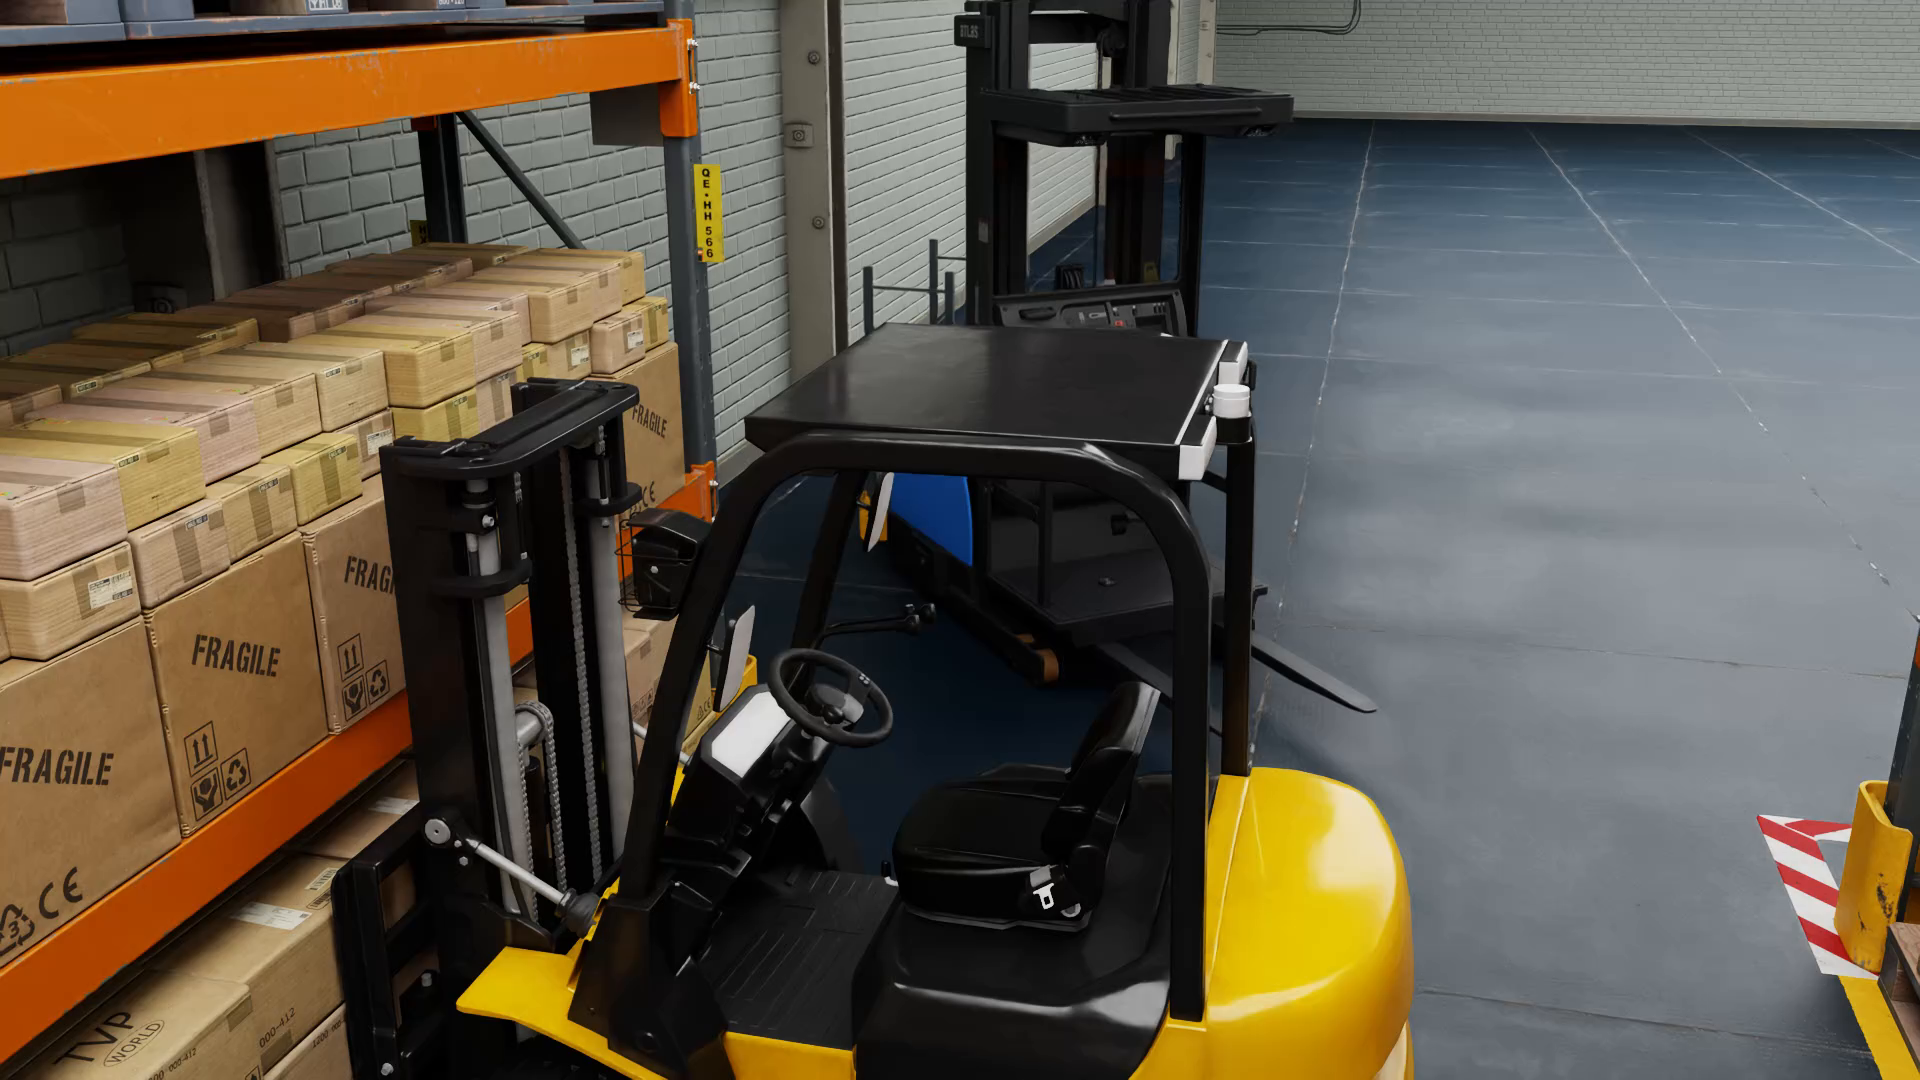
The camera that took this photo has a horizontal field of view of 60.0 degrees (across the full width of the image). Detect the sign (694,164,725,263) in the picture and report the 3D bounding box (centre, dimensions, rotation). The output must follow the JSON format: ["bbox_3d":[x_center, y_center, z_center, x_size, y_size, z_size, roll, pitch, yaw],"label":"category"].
[{"bbox_3d":[-0.850,-1.102,5.616,0.100,0.325,0.005,5,19,13],"label":"sign"}]

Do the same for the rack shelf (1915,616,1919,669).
[{"bbox_3d":[2.953,0.869,3.116,1.077,0.370,4.000,5,19,13],"label":"rack shelf"}]

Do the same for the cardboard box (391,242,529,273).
[{"bbox_3d":[-1.662,-0.896,5.551,0.380,0.149,0.250,4,19,12],"label":"cardboard box"}]

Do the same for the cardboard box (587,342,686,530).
[{"bbox_3d":[-1.239,-0.362,5.451,0.500,0.500,0.500,4,19,12],"label":"cardboard box"}]

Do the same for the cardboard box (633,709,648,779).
[{"bbox_3d":[-1.322,0.710,5.298,0.500,0.250,0.500,4,19,13],"label":"cardboard box"}]

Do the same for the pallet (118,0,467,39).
[{"bbox_3d":[-1.867,-1.264,3.743,1.003,0.211,1.213,5,19,13],"label":"pallet"}]

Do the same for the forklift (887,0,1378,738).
[{"bbox_3d":[0.700,-0.905,7.303,1.130,2.935,3.031,-9,21,-24],"label":"forklift"}]

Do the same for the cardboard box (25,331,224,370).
[{"bbox_3d":[-2.068,-0.413,4.139,0.380,0.149,0.250,5,19,14],"label":"cardboard box"}]

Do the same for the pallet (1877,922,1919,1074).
[{"bbox_3d":[3.190,1.497,4.479,1.003,0.211,1.213,5,19,13],"label":"pallet"}]

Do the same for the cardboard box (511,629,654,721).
[{"bbox_3d":[-1.302,0.470,5.230,0.500,0.250,0.500,5,19,14],"label":"cardboard box"}]

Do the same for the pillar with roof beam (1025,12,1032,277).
[{"bbox_3d":[4.689,-6.602,14.595,9.100,9.000,0.400,5,19,13],"label":"pillar with roof beam"}]

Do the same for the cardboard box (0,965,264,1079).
[{"bbox_3d":[-1.793,1.107,3.362,0.500,0.250,0.500,5,19,13],"label":"cardboard box"}]

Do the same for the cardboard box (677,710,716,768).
[{"bbox_3d":[-1.181,0.785,5.852,0.500,0.250,0.500,5,19,14],"label":"cardboard box"}]

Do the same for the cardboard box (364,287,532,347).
[{"bbox_3d":[-1.457,-0.619,4.742,0.380,0.149,0.250,5,19,14],"label":"cardboard box"}]

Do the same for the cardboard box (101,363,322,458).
[{"bbox_3d":[-1.703,-0.297,3.797,0.380,0.149,0.250,5,19,14],"label":"cardboard box"}]

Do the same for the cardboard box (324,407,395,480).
[{"bbox_3d":[-1.624,-0.238,4.084,0.380,0.149,0.250,5,19,13],"label":"cardboard box"}]

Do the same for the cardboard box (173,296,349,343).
[{"bbox_3d":[-1.925,-0.572,4.602,0.380,0.149,0.250,5,20,15],"label":"cardboard box"}]

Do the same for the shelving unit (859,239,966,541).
[{"bbox_3d":[-0.107,-0.856,9.373,0.587,1.500,1.083,6,20,18],"label":"shelving unit"}]

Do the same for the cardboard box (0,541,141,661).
[{"bbox_3d":[-1.787,0.094,3.112,0.380,0.149,0.250,5,20,15],"label":"cardboard box"}]

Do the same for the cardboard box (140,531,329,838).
[{"bbox_3d":[-1.755,0.275,3.586,0.500,0.500,0.500,4,19,13],"label":"cardboard box"}]

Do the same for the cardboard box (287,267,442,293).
[{"bbox_3d":[-1.810,-0.733,5.073,0.380,0.149,0.250,5,19,14],"label":"cardboard box"}]

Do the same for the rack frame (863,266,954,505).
[{"bbox_3d":[-0.270,-0.703,8.927,0.500,1.500,0.032,6,20,18],"label":"rack frame"}]

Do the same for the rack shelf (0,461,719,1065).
[{"bbox_3d":[-1.862,0.478,4.260,1.077,0.370,4.000,5,19,13],"label":"rack shelf"}]

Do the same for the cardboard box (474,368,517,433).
[{"bbox_3d":[-1.433,-0.390,4.529,0.380,0.149,0.250,4,19,12],"label":"cardboard box"}]

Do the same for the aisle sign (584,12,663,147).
[{"bbox_3d":[-1.072,-1.717,5.551,0.394,0.787,0.004,5,19,13],"label":"aisle sign"}]

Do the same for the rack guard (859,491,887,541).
[{"bbox_3d":[-0.270,-0.112,9.130,0.587,0.250,0.087,6,20,18],"label":"rack guard"}]

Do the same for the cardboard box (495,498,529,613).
[{"bbox_3d":[-1.499,-0.039,4.507,0.500,0.500,0.500,4,19,12],"label":"cardboard box"}]

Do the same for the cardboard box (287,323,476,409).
[{"bbox_3d":[-1.471,-0.447,4.238,0.380,0.149,0.250,5,19,14],"label":"cardboard box"}]

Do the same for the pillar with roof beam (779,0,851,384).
[{"bbox_3d":[3.223,-4.722,9.089,9.100,9.000,0.400,5,19,13],"label":"pillar with roof beam"}]

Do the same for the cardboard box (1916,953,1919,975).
[{"bbox_3d":[2.976,1.235,4.535,0.500,0.250,0.500,4,19,13],"label":"cardboard box"}]

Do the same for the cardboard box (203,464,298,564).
[{"bbox_3d":[-1.677,-0.068,3.587,0.380,0.149,0.250,4,19,12],"label":"cardboard box"}]

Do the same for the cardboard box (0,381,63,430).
[{"bbox_3d":[-2.221,-0.253,3.670,0.380,0.149,0.250,4,19,13],"label":"cardboard box"}]

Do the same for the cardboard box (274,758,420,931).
[{"bbox_3d":[-1.547,0.787,4.301,0.500,0.250,0.500,4,19,12],"label":"cardboard box"}]

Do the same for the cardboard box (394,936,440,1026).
[{"bbox_3d":[-1.553,1.030,4.361,0.500,0.250,0.500,5,19,13],"label":"cardboard box"}]

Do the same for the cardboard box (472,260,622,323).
[{"bbox_3d":[-1.286,-0.776,5.199,0.380,0.149,0.250,5,19,13],"label":"cardboard box"}]

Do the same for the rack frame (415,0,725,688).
[{"bbox_3d":[-1.373,-0.489,5.979,1.000,3.000,0.127,5,19,13],"label":"rack frame"}]

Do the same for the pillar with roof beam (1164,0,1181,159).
[{"bbox_3d":[7.621,-10.364,25.607,9.100,9.000,0.400,5,19,13],"label":"pillar with roof beam"}]

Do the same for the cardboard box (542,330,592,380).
[{"bbox_3d":[-1.342,-0.554,5.010,0.380,0.149,0.250,5,19,14],"label":"cardboard box"}]

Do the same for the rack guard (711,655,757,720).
[{"bbox_3d":[-1.367,0.686,6.405,1.175,0.500,0.348,5,19,13],"label":"rack guard"}]

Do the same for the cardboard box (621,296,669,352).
[{"bbox_3d":[-1.186,-0.713,5.475,0.380,0.149,0.250,5,19,14],"label":"cardboard box"}]

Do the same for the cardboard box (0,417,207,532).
[{"bbox_3d":[-1.755,-0.133,3.317,0.380,0.149,0.250,4,19,13],"label":"cardboard box"}]
